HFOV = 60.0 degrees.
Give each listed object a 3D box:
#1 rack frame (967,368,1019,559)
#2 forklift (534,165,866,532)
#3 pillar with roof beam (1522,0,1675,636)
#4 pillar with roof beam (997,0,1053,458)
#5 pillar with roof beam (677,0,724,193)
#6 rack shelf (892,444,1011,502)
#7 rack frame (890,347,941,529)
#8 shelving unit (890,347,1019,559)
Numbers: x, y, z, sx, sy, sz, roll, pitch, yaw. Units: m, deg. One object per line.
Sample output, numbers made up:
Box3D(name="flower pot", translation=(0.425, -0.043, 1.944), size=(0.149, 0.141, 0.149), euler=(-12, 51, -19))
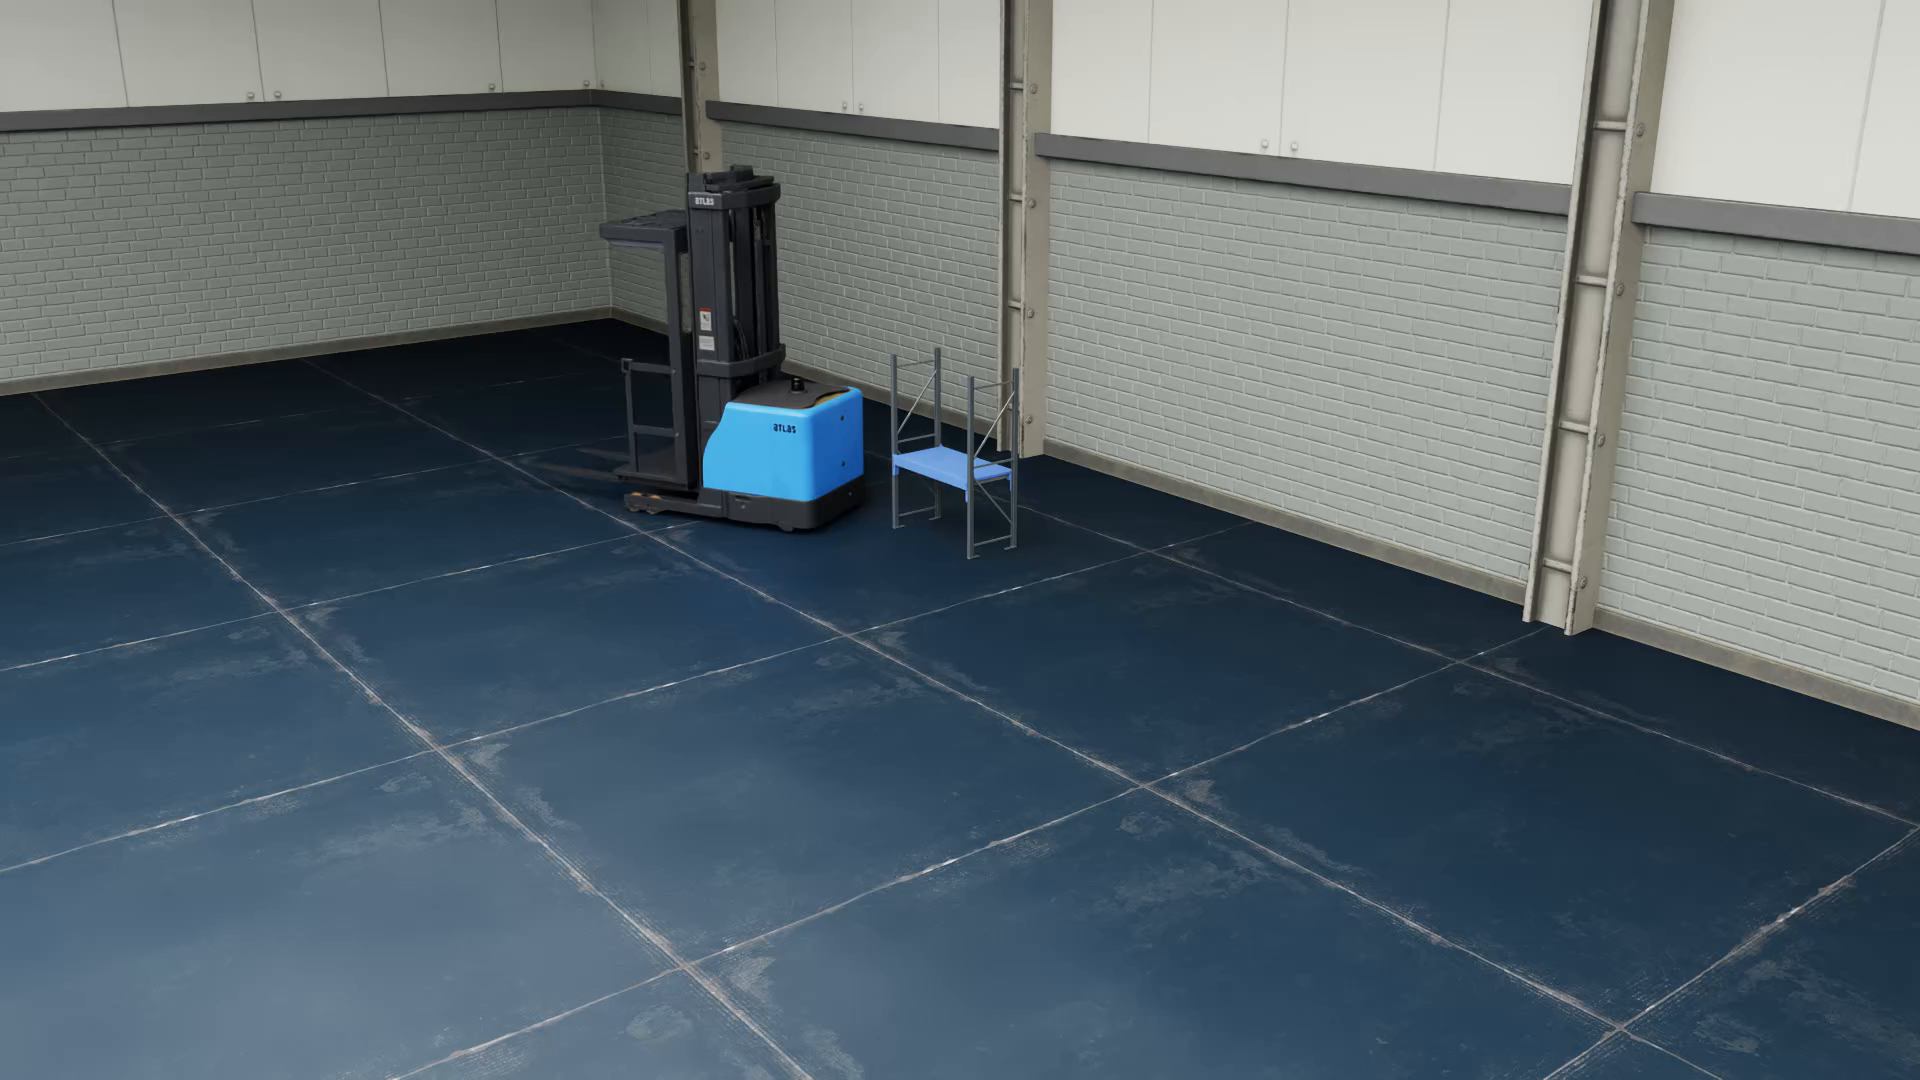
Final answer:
Box3D(name="rack frame", translation=(0.263, -0.608, 13.312), size=(0.500, 1.500, 0.032), euler=(-14, 23, -36))
Box3D(name="forklift", translation=(-2.391, -1.755, 14.499), size=(3.031, 2.935, 1.130), euler=(8, 20, 24))
Box3D(name="pillar with roof beam", translation=(0.958, -2.829, 8.092), size=(9.100, 9.000, 0.400), euler=(-14, 23, -36))
Box3D(name="pillar with roof beam", translation=(-2.767, -4.308, 12.557), size=(9.100, 9.000, 0.400), euler=(-14, 23, -36))
Box3D(name="pillar with roof beam", translation=(-6.493, -5.786, 17.022), size=(9.100, 9.000, 0.400), euler=(-14, 23, -36))
Box3D(name="rack shelf", translation=(-0.053, -0.562, 13.747), size=(0.538, 0.185, 1.000), euler=(-14, 23, -36))
Box3D(name="rack frame", translation=(-0.369, -0.858, 14.068), size=(0.500, 1.500, 0.032), euler=(-14, 23, -36))
Box3D(name="shelving unit", translation=(-0.053, -0.733, 13.690), size=(0.538, 1.500, 1.048), euler=(-14, 23, -36))
